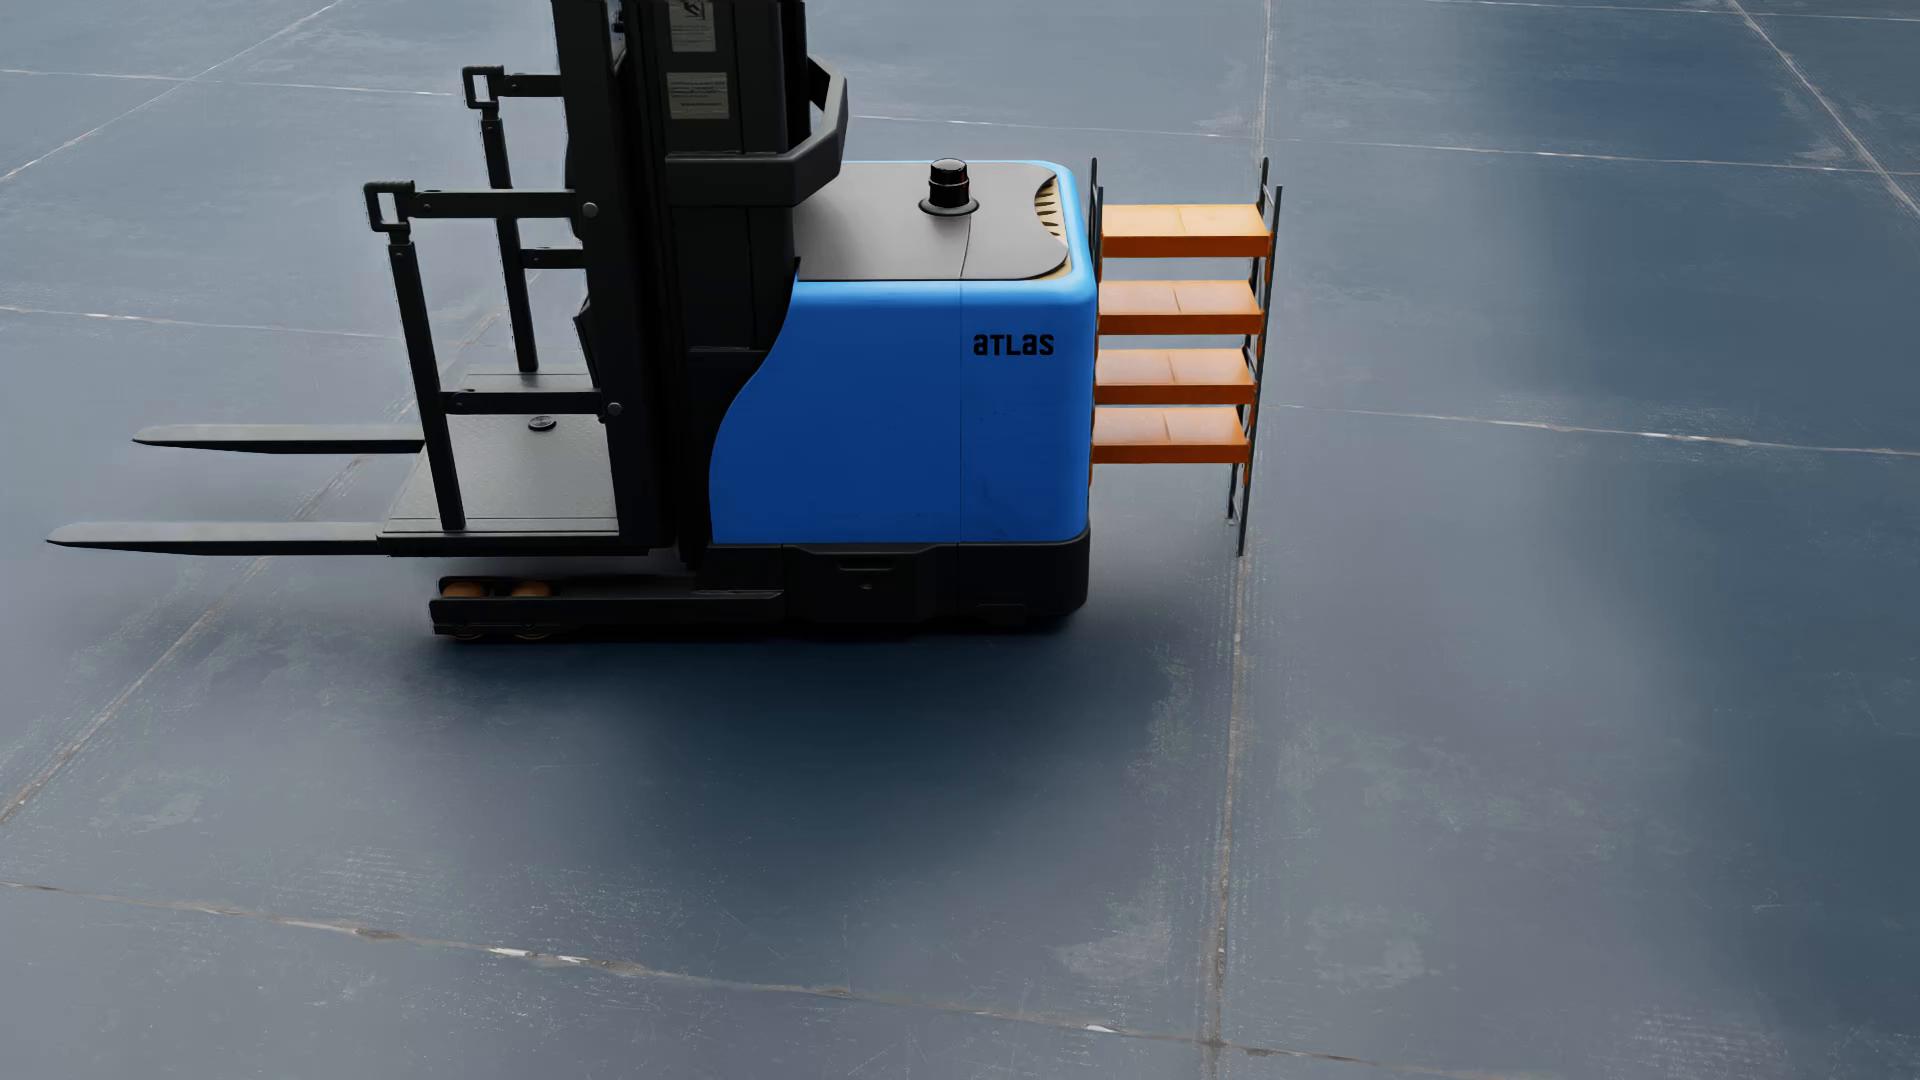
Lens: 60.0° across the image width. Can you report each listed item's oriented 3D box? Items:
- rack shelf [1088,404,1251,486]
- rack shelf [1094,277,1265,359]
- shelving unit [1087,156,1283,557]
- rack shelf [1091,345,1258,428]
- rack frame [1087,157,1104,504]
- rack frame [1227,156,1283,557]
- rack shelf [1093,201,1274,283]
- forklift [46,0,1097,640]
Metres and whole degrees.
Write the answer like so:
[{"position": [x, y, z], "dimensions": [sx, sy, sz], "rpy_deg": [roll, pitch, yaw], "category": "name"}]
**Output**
[{"position": [0.627, -0.293, 5.089], "dimensions": [0.480, 0.148, 0.258], "rpy_deg": [0, 32, 0], "category": "rack shelf"}, {"position": [0.627, -0.651, 4.865], "dimensions": [0.480, 0.148, 0.258], "rpy_deg": [0, 32, 0], "category": "rack shelf"}, {"position": [0.627, -0.519, 4.948], "dimensions": [0.503, 1.200, 0.258], "rpy_deg": [0, 32, 0], "category": "shelving unit"}, {"position": [0.627, -0.462, 4.983], "dimensions": [0.480, 0.148, 0.258], "rpy_deg": [0, 32, 0], "category": "rack shelf"}, {"position": [0.383, -0.517, 4.946], "dimensions": [0.015, 1.200, 0.240], "rpy_deg": [0, 32, 0], "category": "rack frame"}, {"position": [0.870, -0.520, 4.949], "dimensions": [0.015, 1.200, 0.240], "rpy_deg": [0, 32, 0], "category": "rack frame"}, {"position": [0.627, -0.852, 4.739], "dimensions": [0.480, 0.148, 0.258], "rpy_deg": [0, 32, 0], "category": "rack shelf"}, {"position": [-1.147, -1.237, 4.464], "dimensions": [3.031, 2.935, 1.130], "rpy_deg": [0, 32, 0], "category": "forklift"}]
